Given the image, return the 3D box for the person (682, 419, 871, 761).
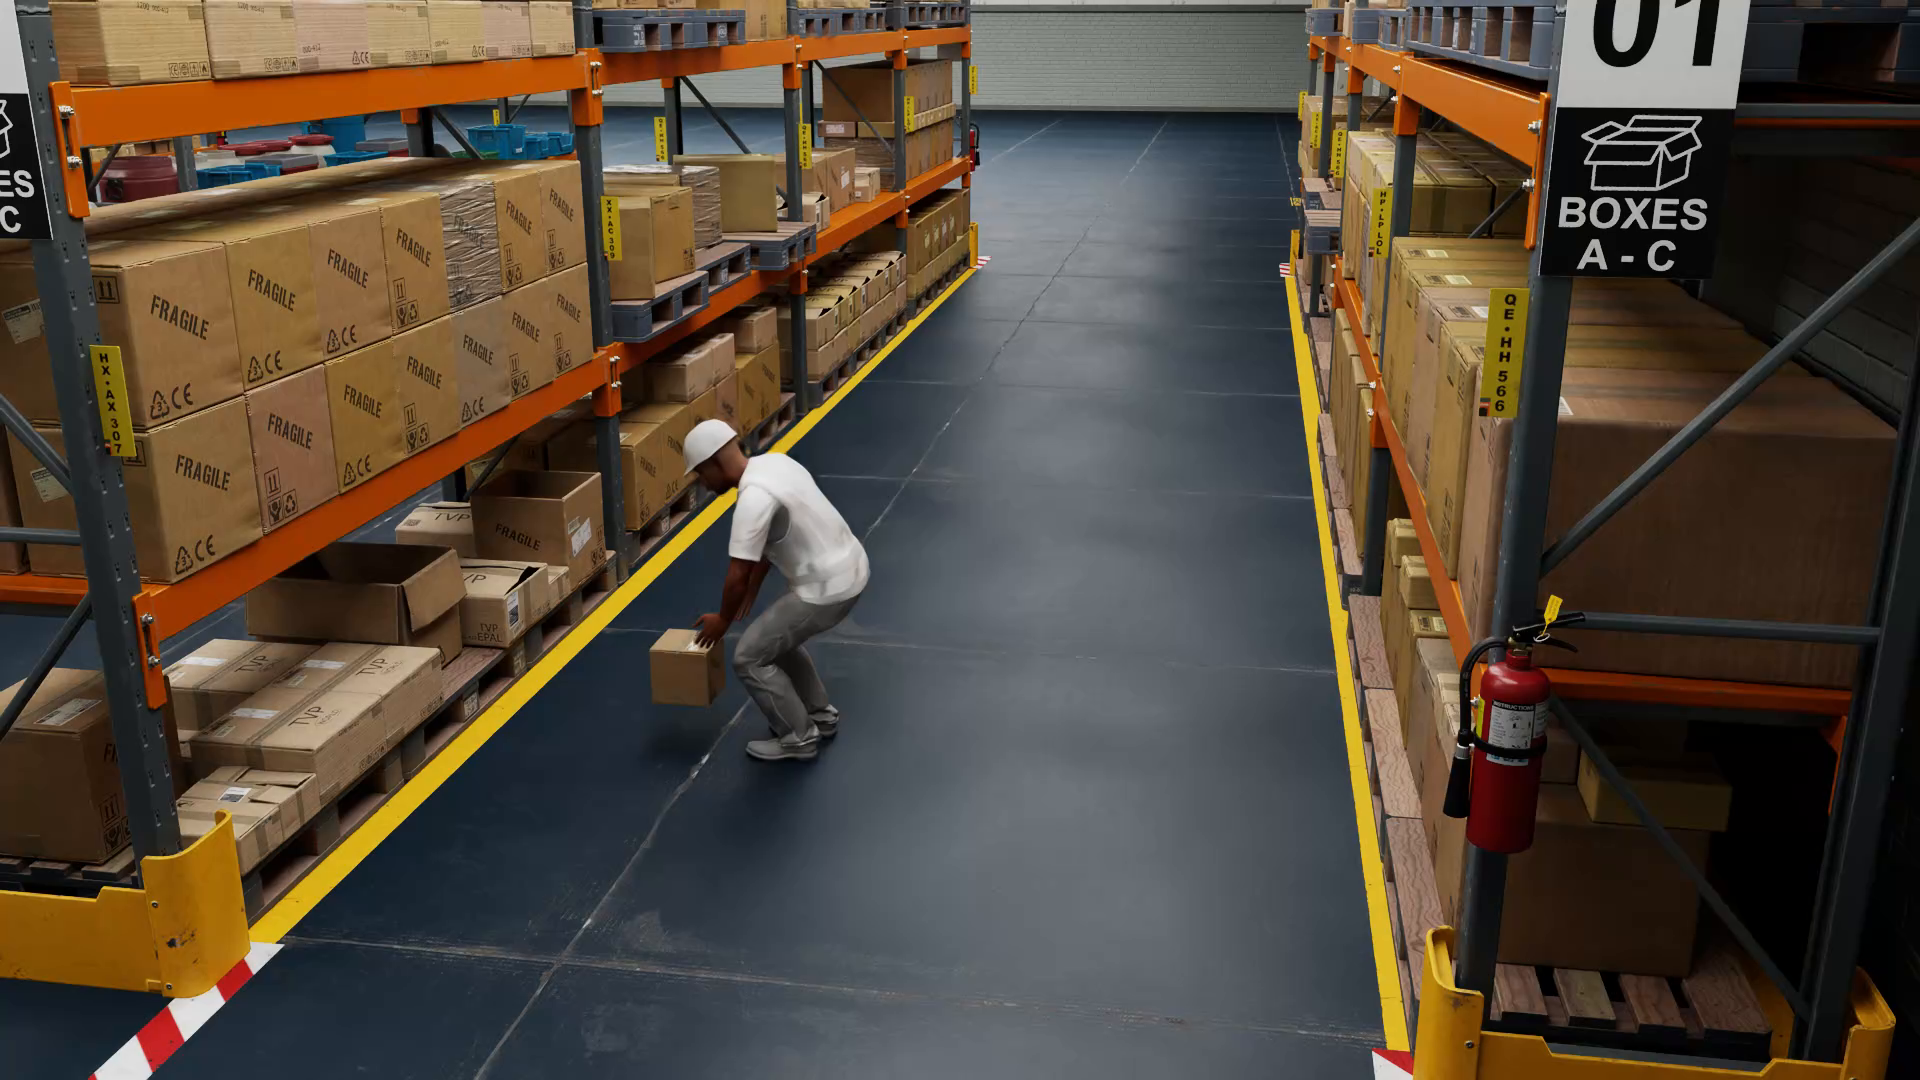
[{"bbox_3d":[-0.761,0.207,6.915,0.746,1.433,0.631,3,18,9],"label":"person"}]
